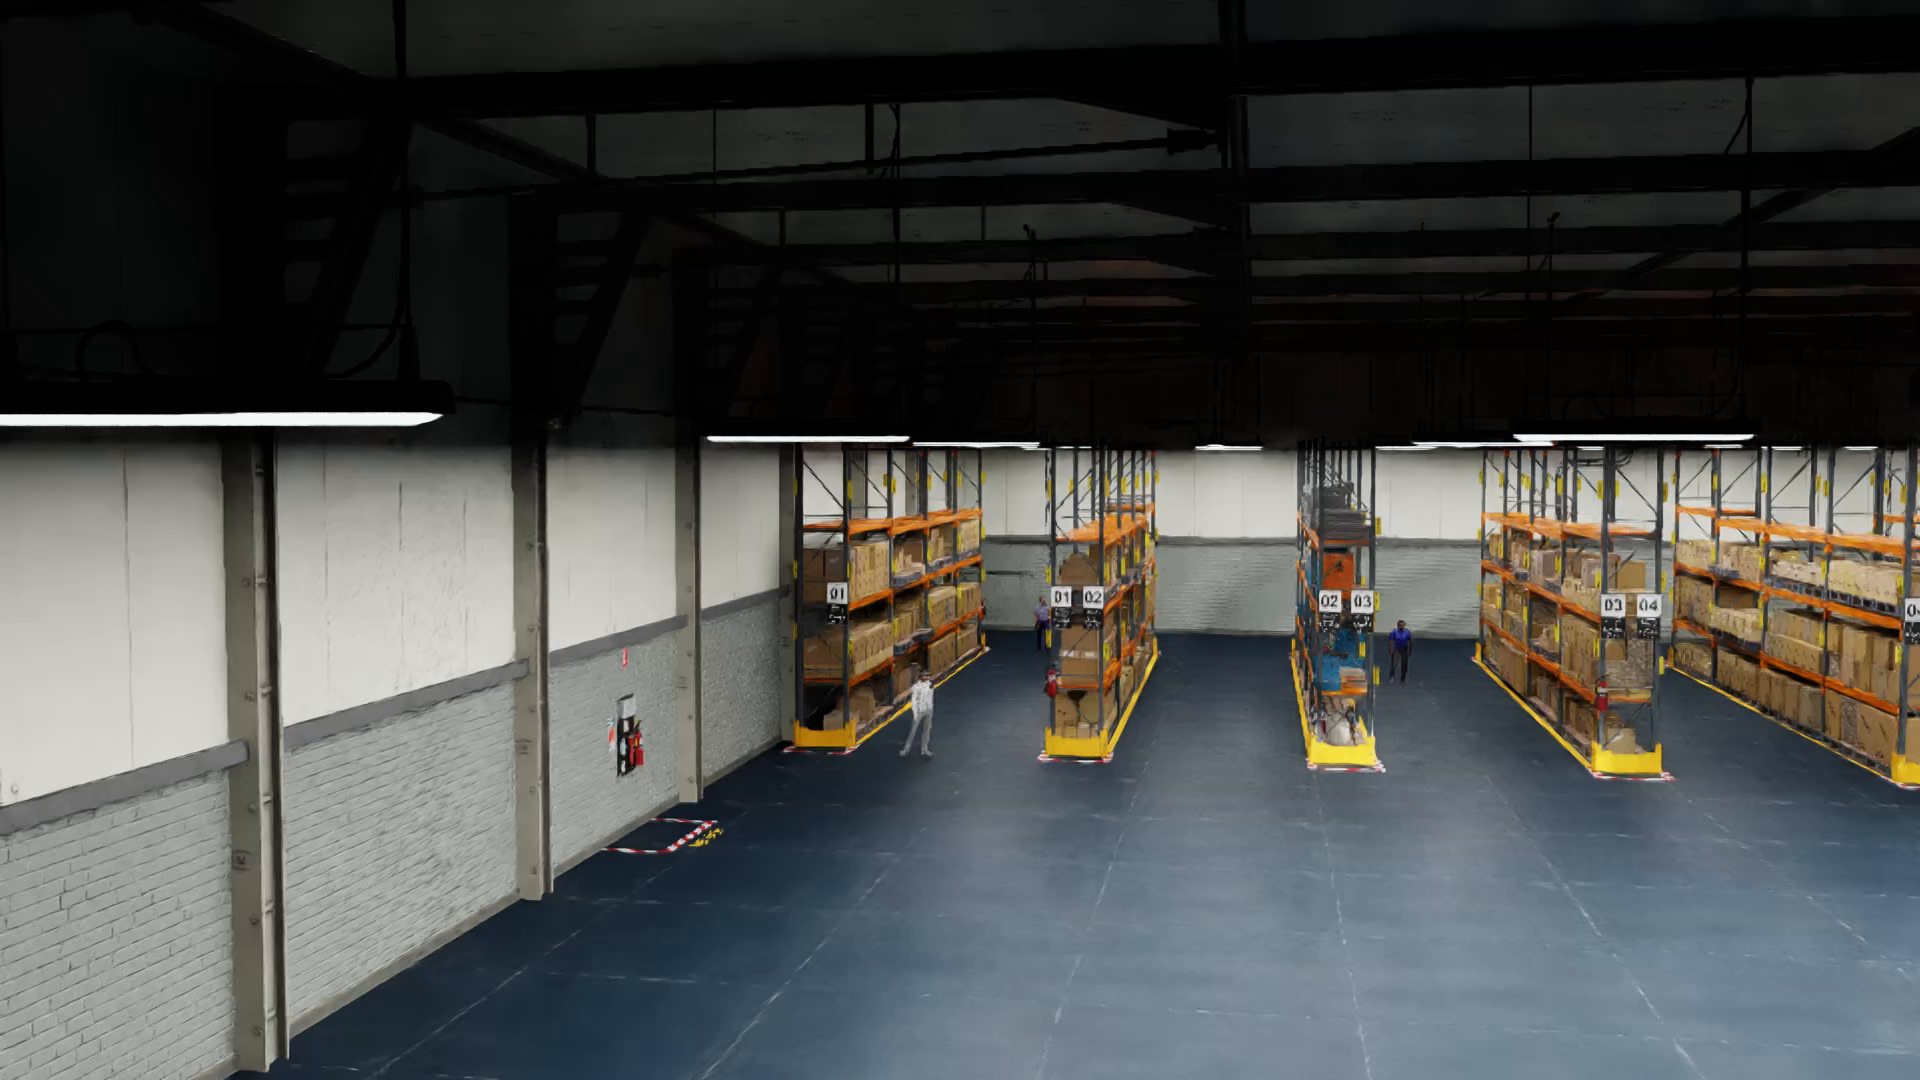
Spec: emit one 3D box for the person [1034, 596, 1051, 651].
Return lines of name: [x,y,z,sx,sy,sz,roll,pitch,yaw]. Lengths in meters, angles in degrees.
person: [2.378,2.386,47.912,0.478,1.580,1.000,0,3,2]

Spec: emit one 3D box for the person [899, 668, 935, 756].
person: [-0.815,3.232,31.370,0.653,1.670,0.460,-2,4,-33]

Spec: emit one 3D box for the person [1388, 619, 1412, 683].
person: [10.887,2.751,41.159,0.592,1.604,0.513,0,3,8]
